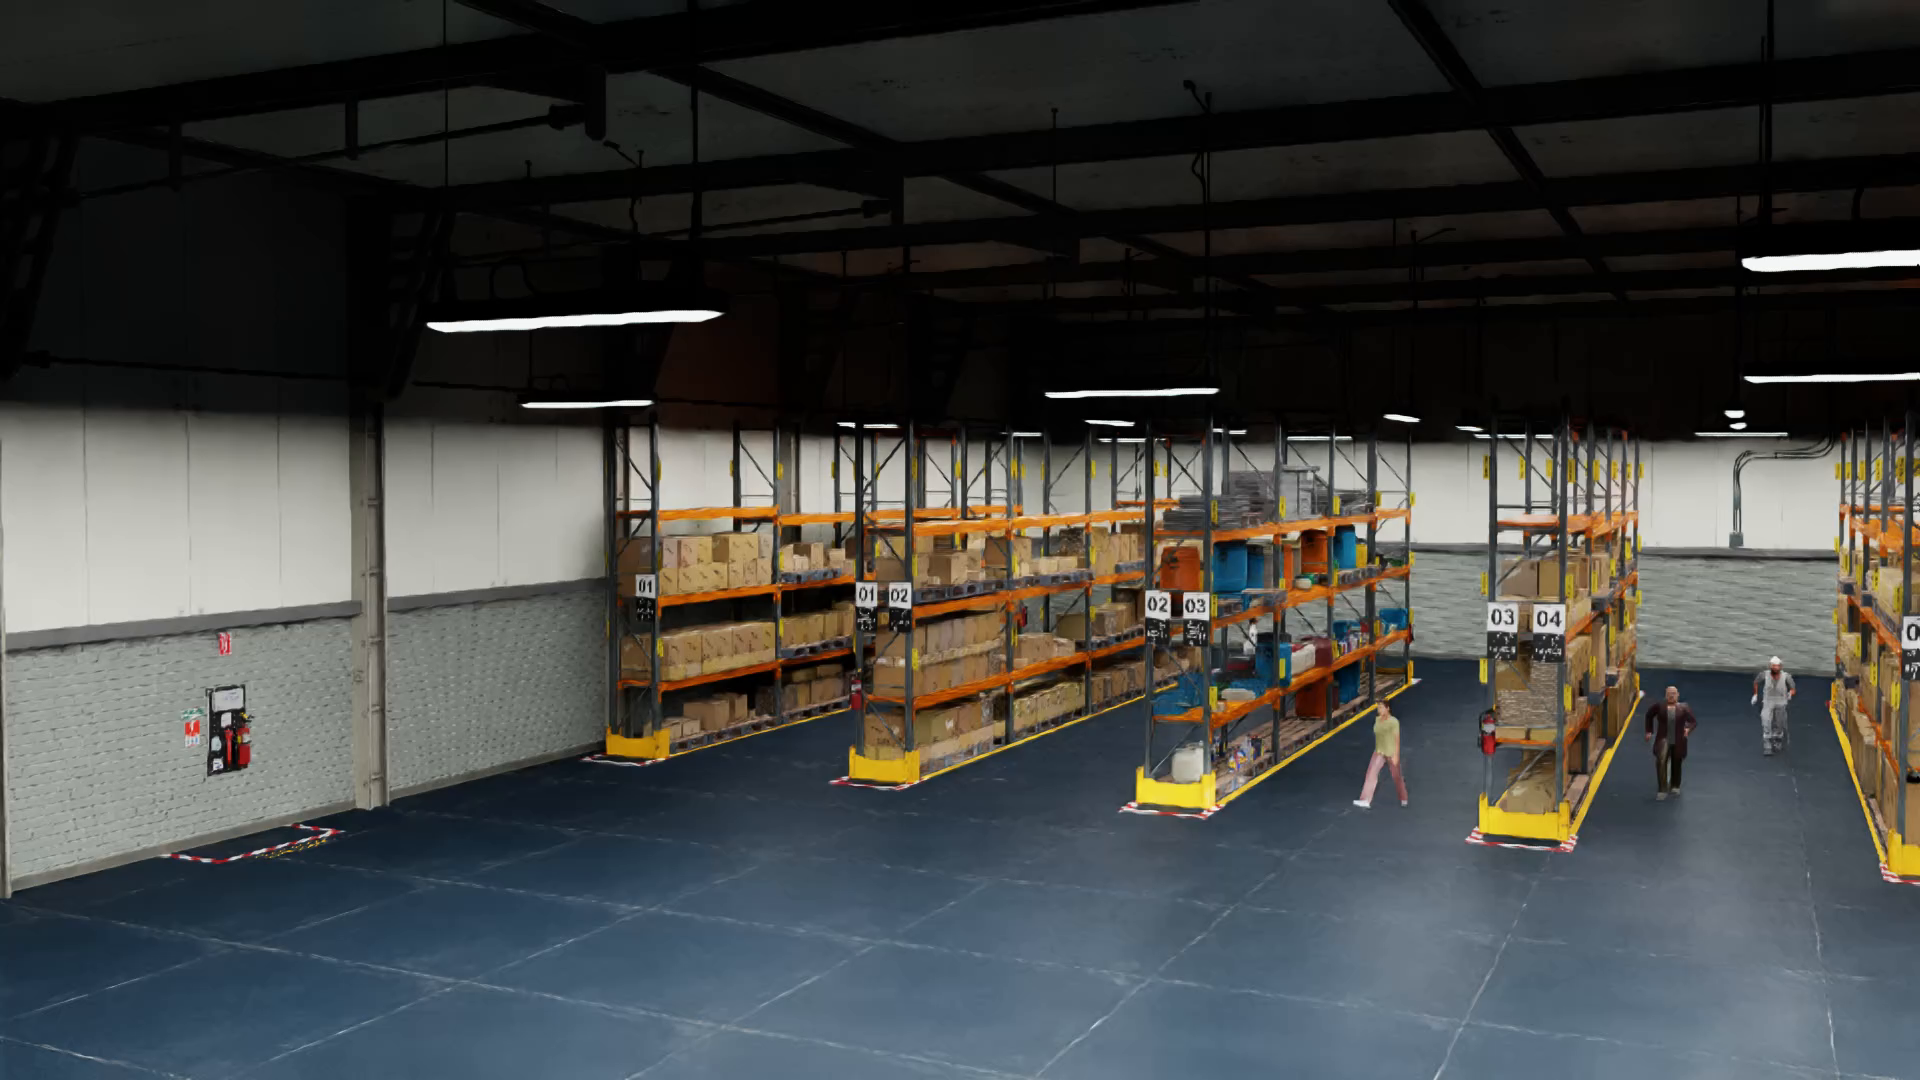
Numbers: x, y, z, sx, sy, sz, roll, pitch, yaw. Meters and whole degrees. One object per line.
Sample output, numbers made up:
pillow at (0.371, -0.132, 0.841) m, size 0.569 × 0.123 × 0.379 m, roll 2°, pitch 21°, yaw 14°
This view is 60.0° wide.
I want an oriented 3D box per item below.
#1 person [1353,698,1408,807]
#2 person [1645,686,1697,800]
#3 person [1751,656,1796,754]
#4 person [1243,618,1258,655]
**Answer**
person at (6.276, 3.148, 24.600) m, size 0.920 × 1.614 × 0.503 m, roll -2°, pitch 3°, yaw -39°
person at (10.865, 3.072, 25.420) m, size 0.729 × 1.710 × 0.929 m, roll 1°, pitch 3°, yaw 21°
person at (14.396, 2.901, 29.415) m, size 0.701 × 1.714 × 0.868 m, roll 1°, pitch 3°, yaw 22°
person at (6.739, 2.546, 38.492) m, size 0.501 × 1.653 × 0.545 m, roll 0°, pitch 2°, yaw 10°
